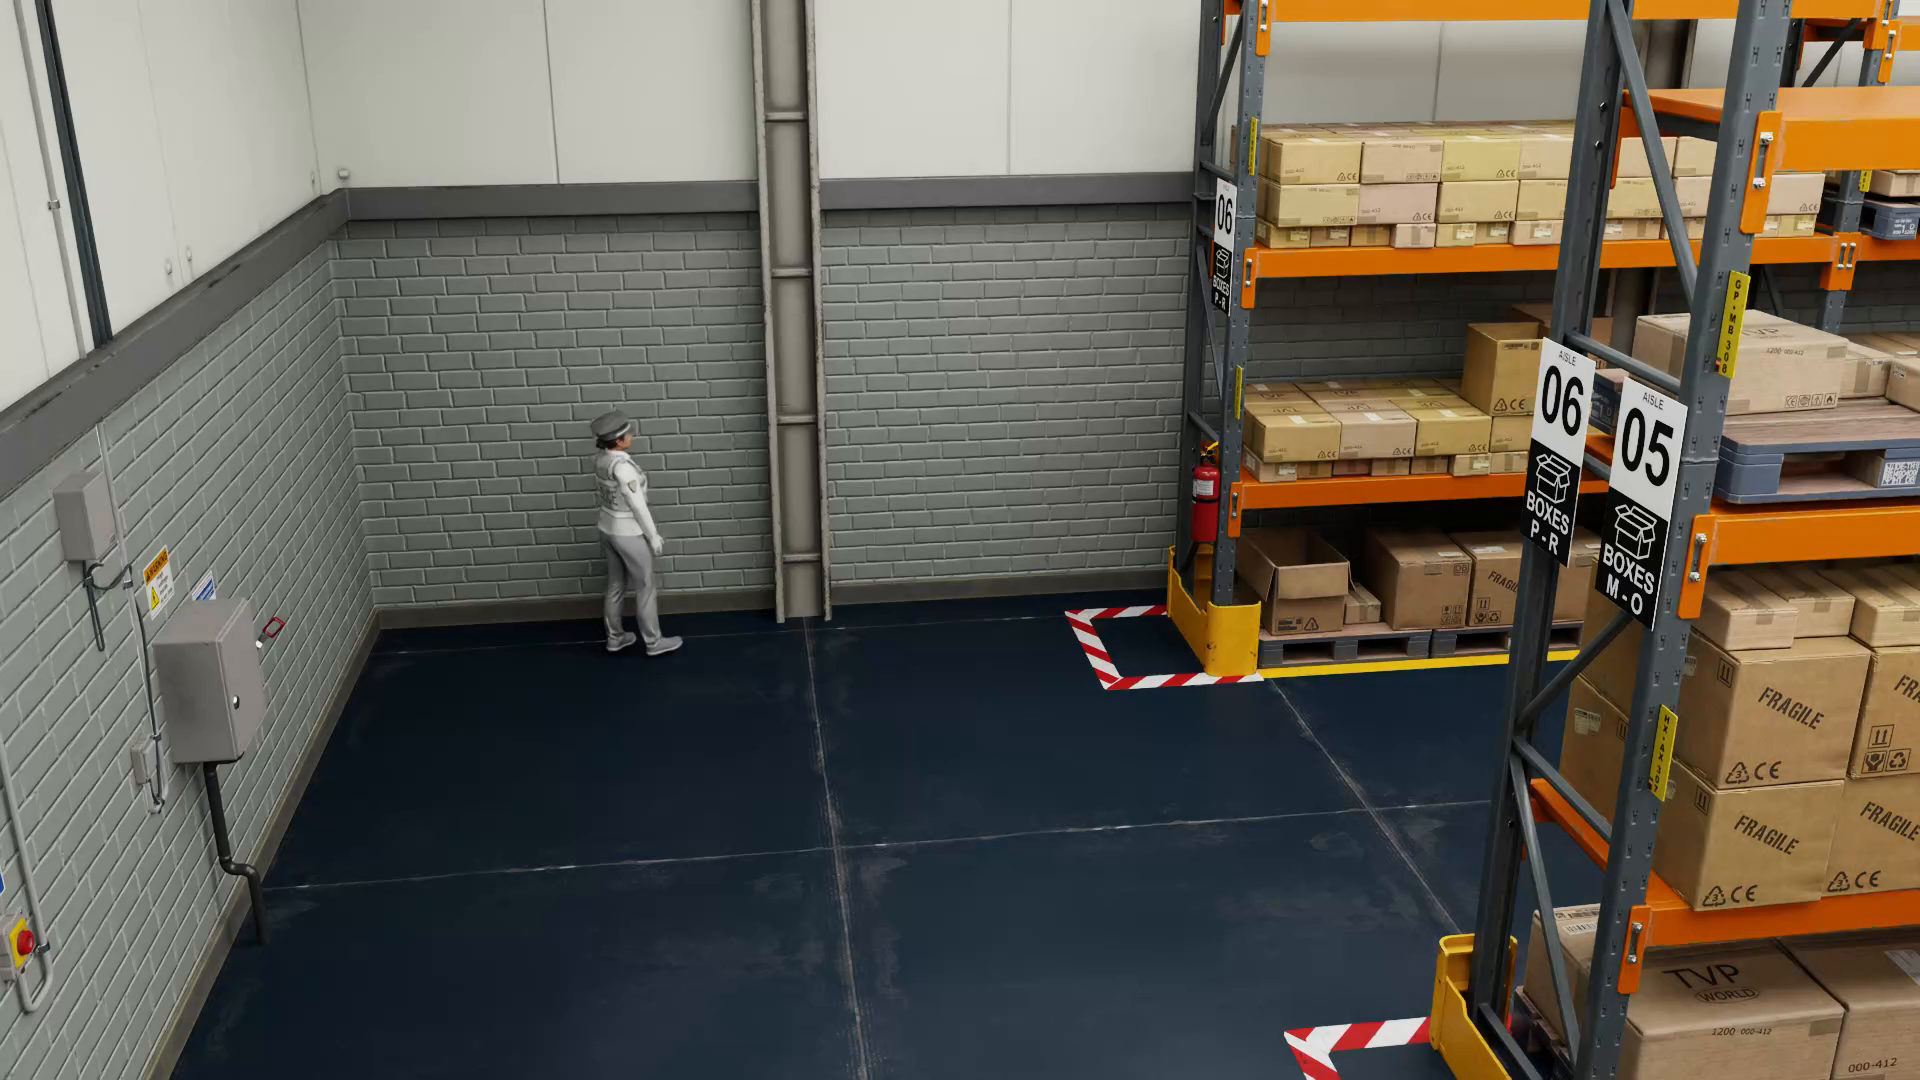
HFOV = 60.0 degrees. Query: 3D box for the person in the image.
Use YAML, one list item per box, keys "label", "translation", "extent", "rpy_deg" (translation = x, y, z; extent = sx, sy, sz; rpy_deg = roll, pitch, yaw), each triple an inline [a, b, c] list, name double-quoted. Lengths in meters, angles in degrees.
- label: "person"
  translation: [-2.177, -0.052, 11.114]
  extent: [0.476, 1.696, 0.512]
  rpy_deg: [-15, 25, -35]
